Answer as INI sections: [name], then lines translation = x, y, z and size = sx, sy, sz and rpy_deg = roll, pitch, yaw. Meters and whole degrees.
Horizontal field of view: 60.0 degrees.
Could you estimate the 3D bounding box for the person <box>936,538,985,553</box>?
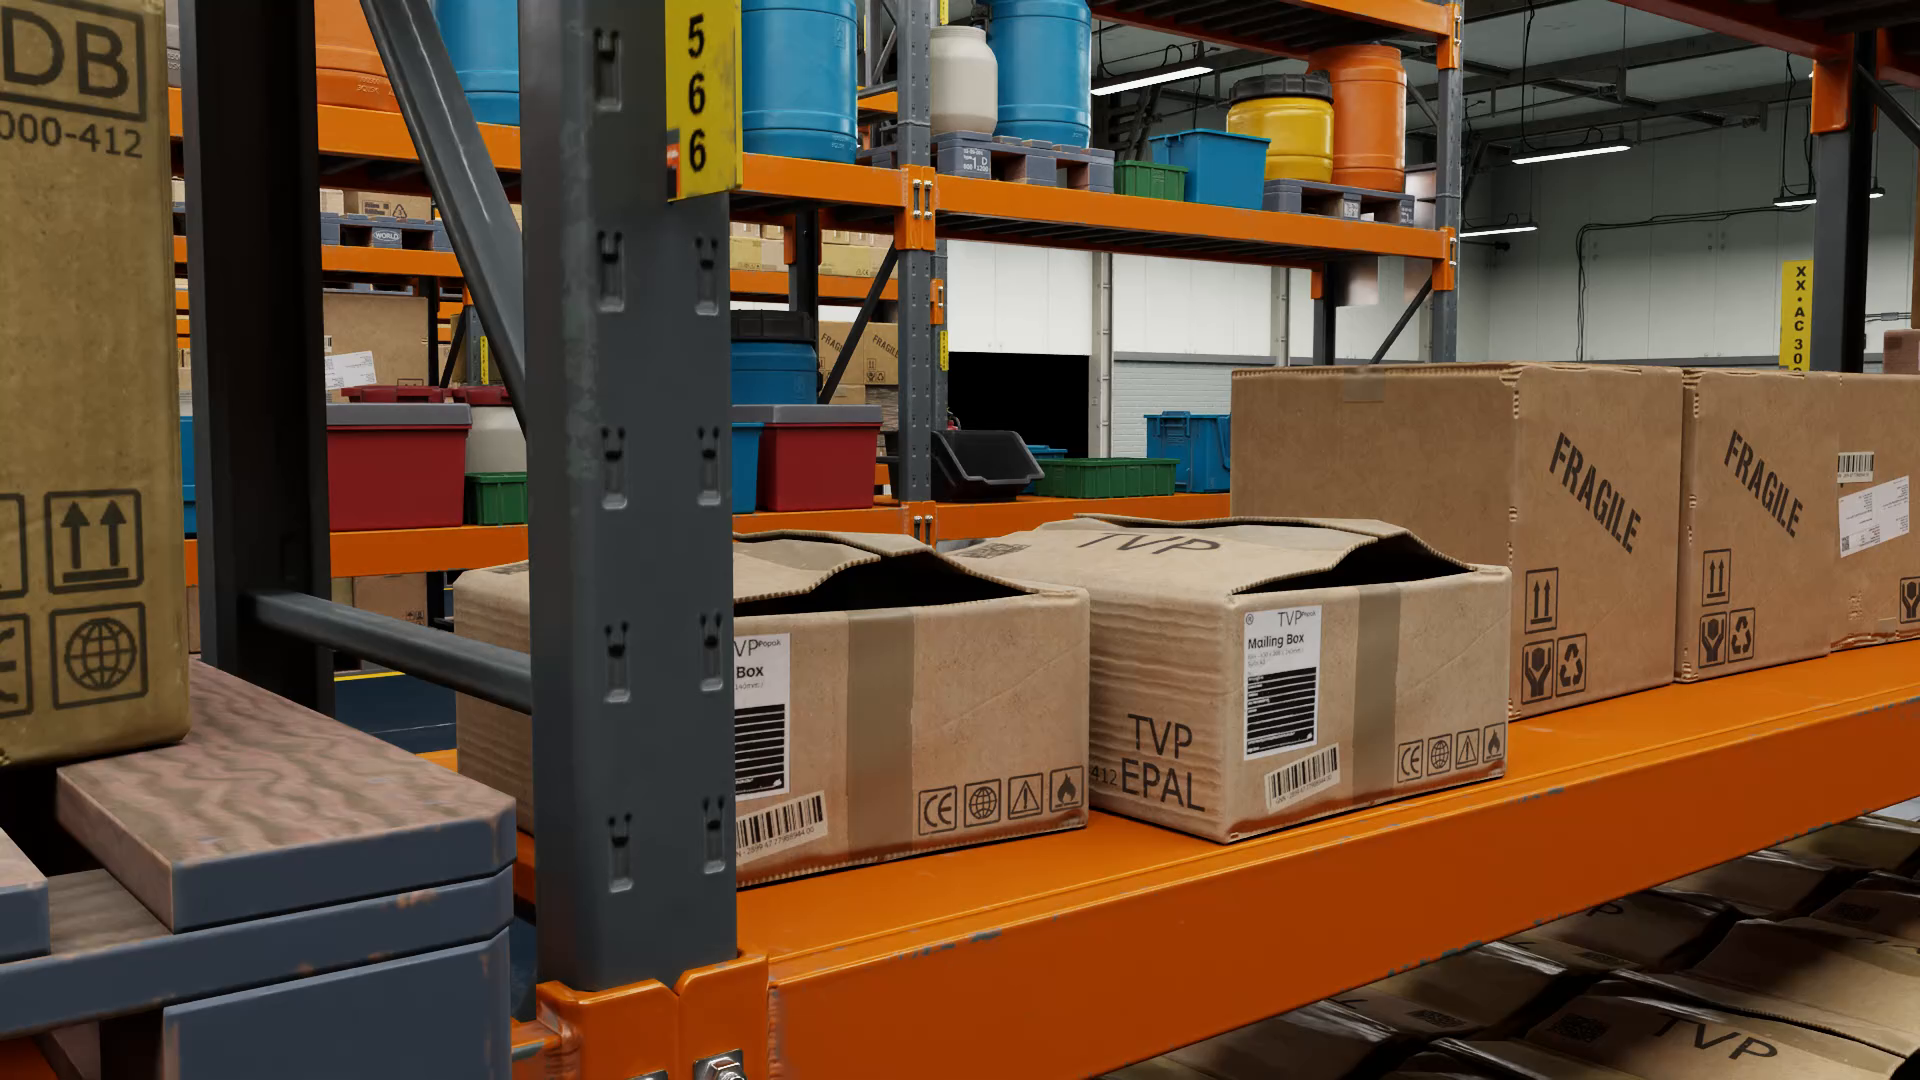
[person]
translation = -0.158, 0.080, 12.695
size = 0.404, 1.367, 0.856
rpy_deg = -4, 6, -40
